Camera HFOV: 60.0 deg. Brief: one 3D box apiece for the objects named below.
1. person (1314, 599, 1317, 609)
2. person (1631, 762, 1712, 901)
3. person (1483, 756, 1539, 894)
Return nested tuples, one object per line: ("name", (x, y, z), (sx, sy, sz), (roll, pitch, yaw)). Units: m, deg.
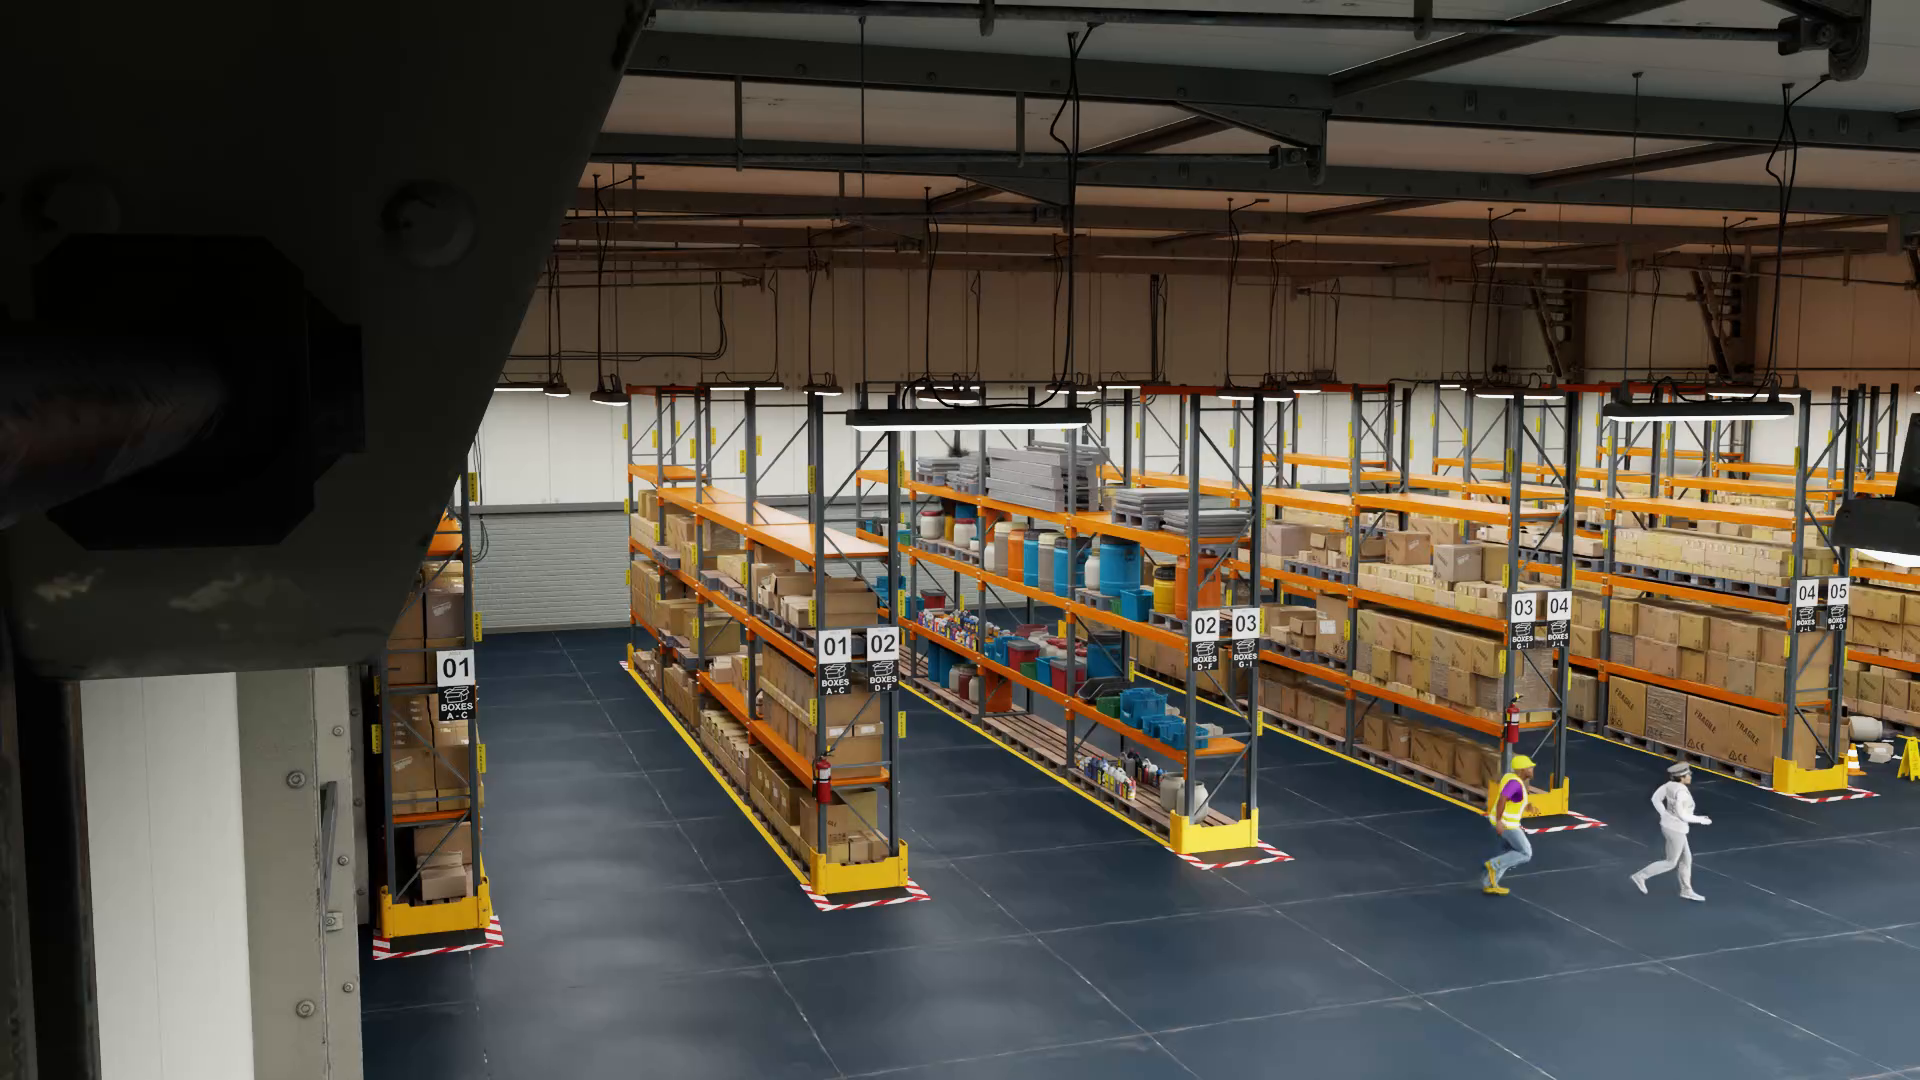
("person", (9.265, 1.162, 41.970), (0.780, 1.852, 0.700), (-3, 6, -24))
("person", (8.427, 3.459, 19.753), (0.892, 1.681, 0.600), (1, 6, 5))
("person", (6.638, 3.416, 19.990), (0.671, 1.676, 0.661), (0, 6, 1))
